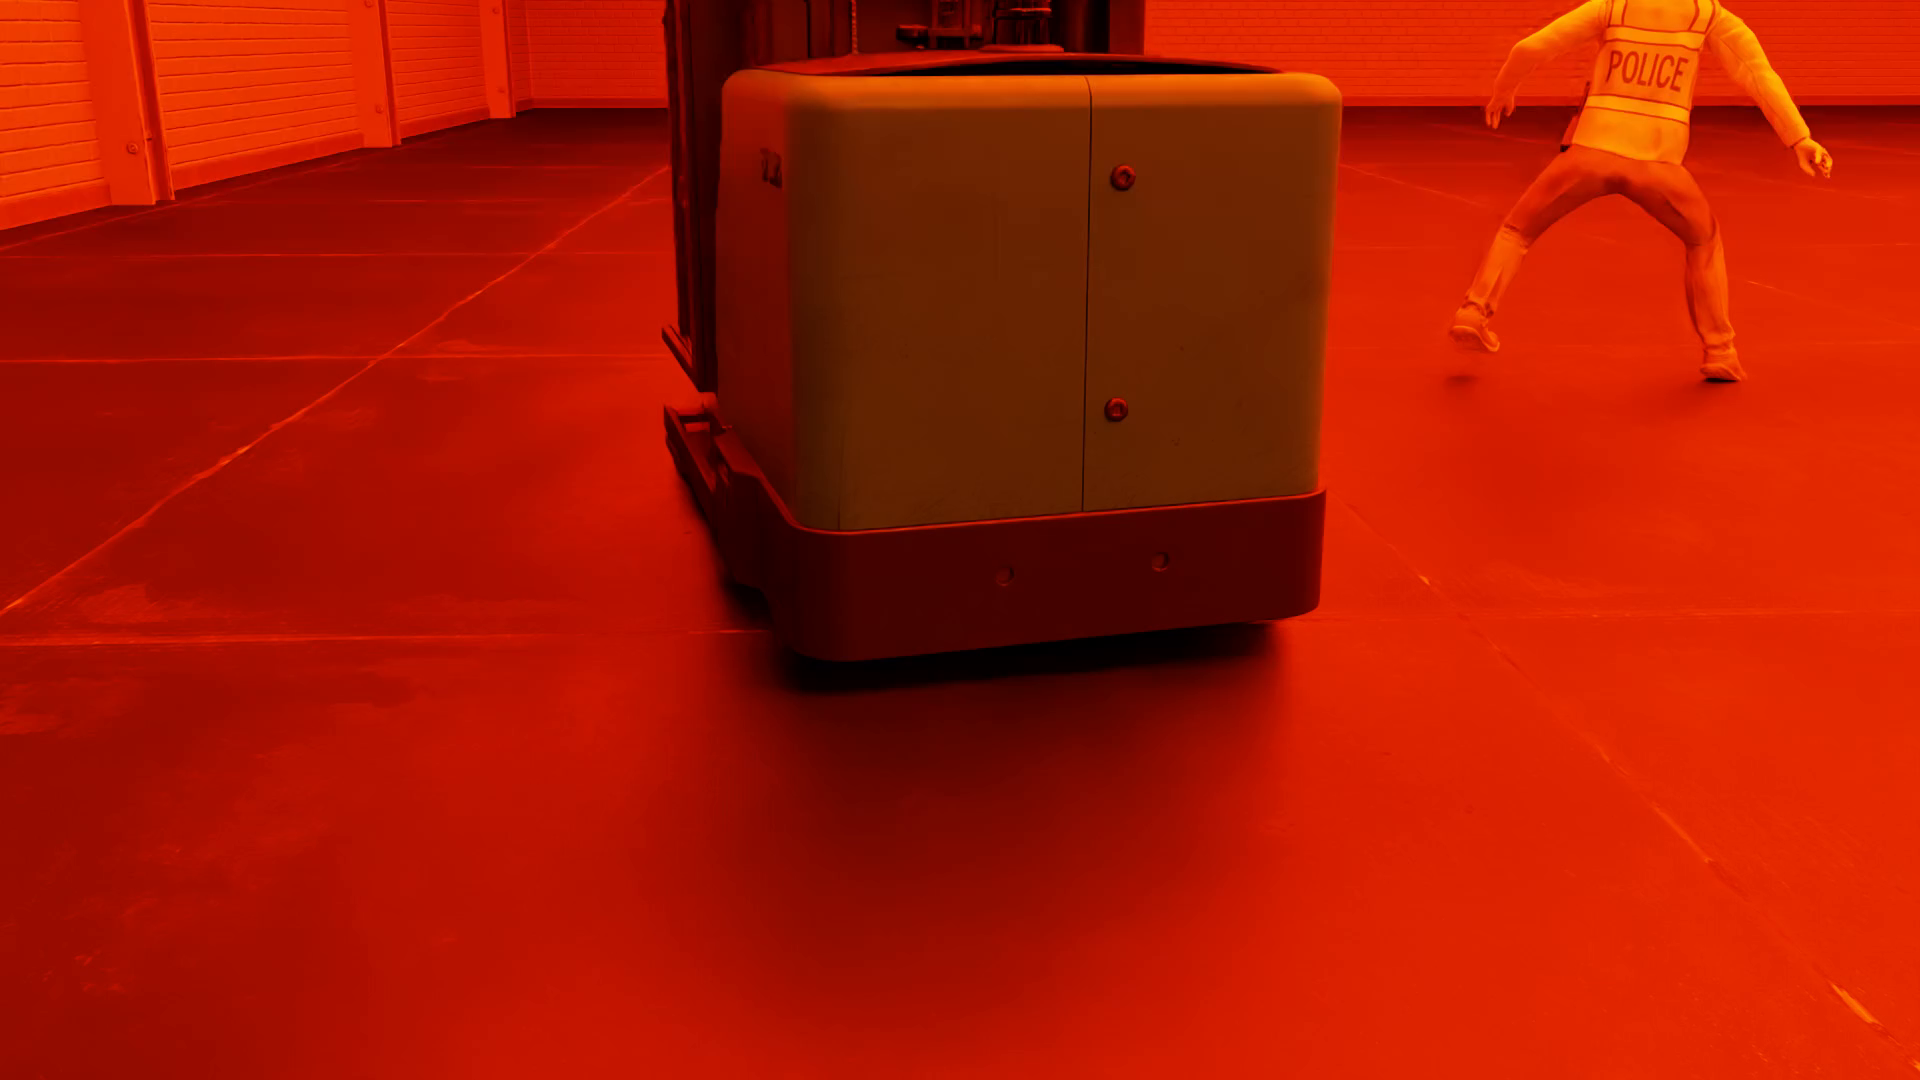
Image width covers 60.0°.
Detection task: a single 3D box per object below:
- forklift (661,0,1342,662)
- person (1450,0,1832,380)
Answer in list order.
[{"bbox_3d":[-0.190,-1.576,4.059,1.130,2.935,3.031,-5,18,-15],"label":"forklift"},{"bbox_3d":[2.272,-1.248,5.545,1.100,1.579,0.526,6,18,20],"label":"person"}]
